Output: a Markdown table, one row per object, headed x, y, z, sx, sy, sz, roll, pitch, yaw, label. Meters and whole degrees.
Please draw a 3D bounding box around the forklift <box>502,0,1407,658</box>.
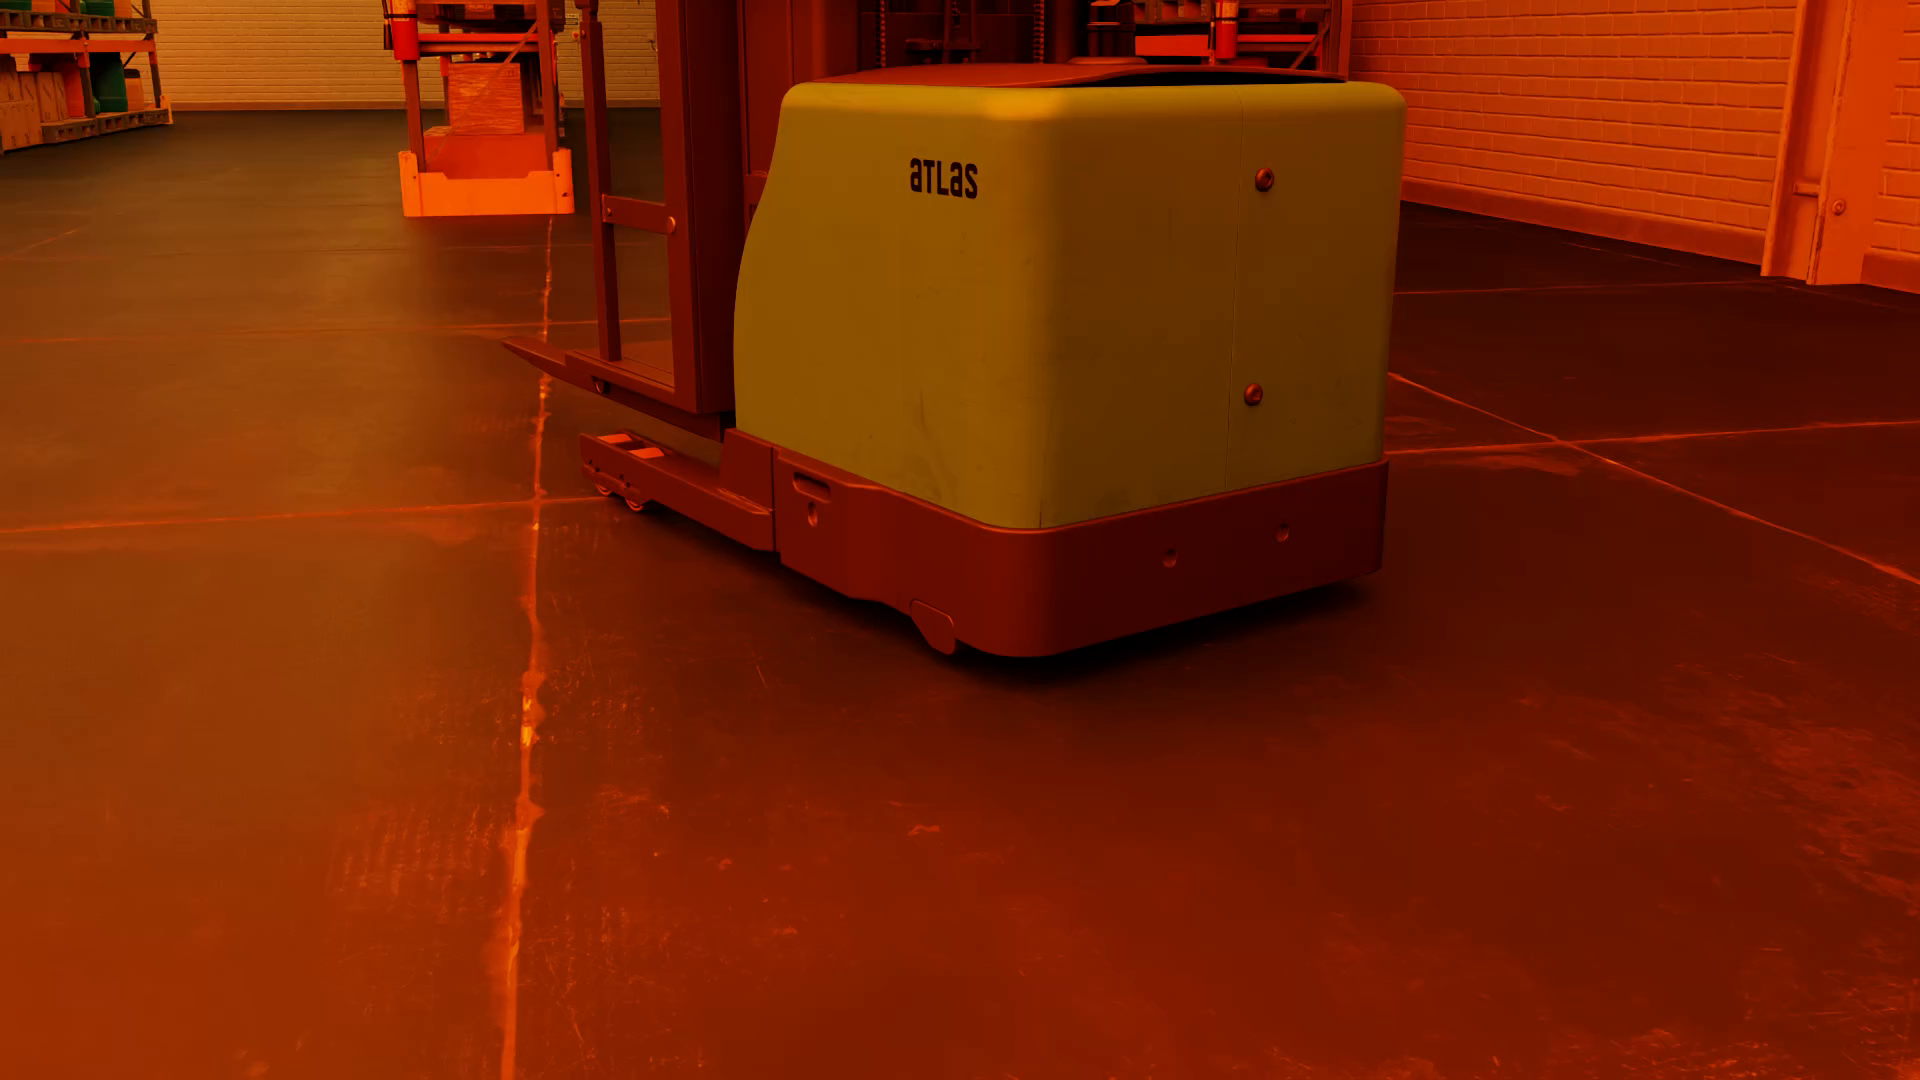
| x | y | z | sx | sy | sz | roll | pitch | yaw | label |
| --- | --- | --- | --- | --- | --- | --- | --- | --- | --- |
| -0.350 | -1.547 | 4.075 | 1.130 | 2.935 | 3.031 | -11 | 20 | -34 | forklift |
